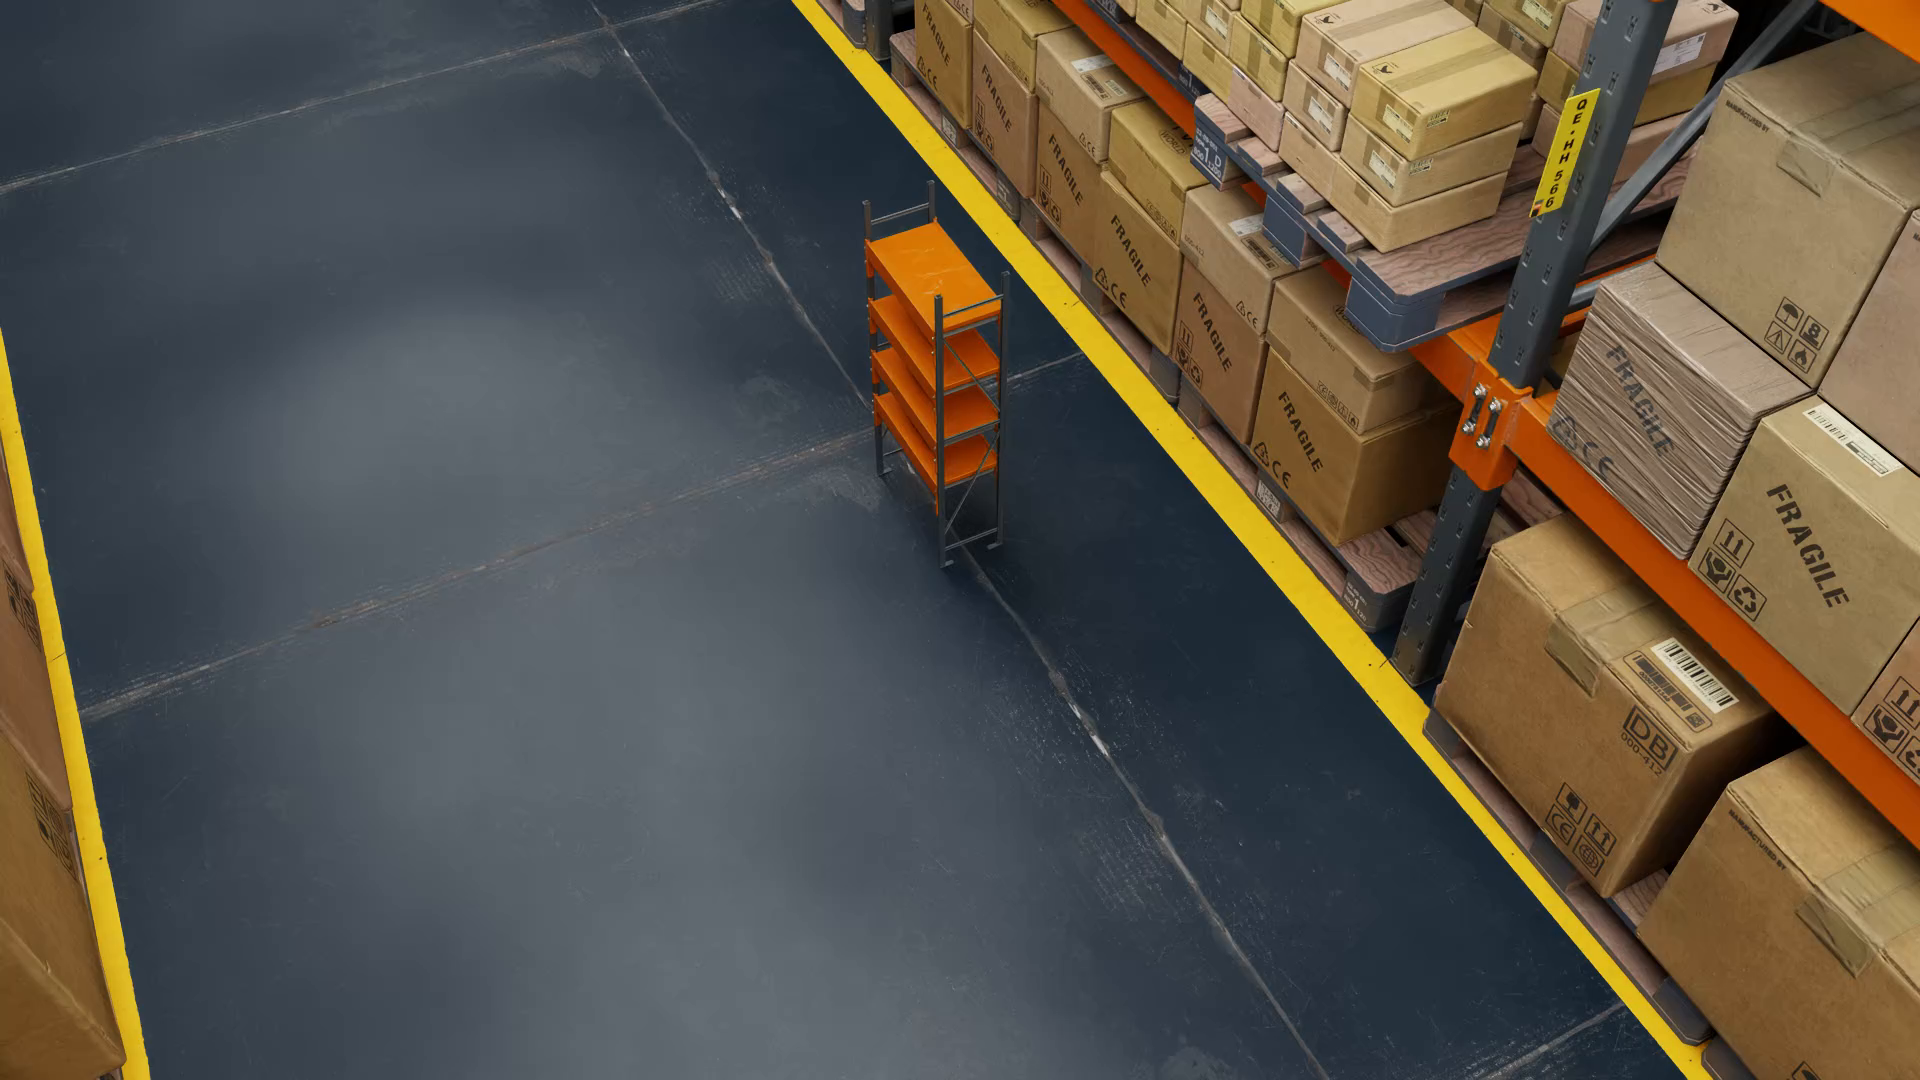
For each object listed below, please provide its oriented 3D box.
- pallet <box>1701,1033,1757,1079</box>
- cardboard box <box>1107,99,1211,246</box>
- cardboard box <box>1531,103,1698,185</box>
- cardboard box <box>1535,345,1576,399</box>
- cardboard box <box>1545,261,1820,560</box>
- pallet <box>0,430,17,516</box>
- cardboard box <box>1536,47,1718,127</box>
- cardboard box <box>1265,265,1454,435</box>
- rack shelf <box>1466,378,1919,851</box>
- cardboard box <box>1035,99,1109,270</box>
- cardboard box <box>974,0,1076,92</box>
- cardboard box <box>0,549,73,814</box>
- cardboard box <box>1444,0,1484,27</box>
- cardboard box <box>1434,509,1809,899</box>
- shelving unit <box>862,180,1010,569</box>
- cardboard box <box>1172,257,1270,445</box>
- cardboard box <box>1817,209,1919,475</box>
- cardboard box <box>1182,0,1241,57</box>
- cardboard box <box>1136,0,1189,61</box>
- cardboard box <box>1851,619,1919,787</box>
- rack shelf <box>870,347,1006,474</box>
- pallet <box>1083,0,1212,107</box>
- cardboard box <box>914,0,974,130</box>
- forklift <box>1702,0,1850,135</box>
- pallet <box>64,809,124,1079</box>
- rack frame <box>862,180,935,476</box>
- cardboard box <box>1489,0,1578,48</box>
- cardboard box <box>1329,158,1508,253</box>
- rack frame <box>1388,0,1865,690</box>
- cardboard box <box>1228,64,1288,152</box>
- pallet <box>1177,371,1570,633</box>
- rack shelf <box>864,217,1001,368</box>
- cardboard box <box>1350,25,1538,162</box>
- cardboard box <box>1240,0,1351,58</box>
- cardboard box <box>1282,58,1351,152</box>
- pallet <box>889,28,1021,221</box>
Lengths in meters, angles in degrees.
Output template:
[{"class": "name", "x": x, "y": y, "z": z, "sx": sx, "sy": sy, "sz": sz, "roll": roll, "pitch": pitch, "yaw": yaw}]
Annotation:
[{"class": "pallet", "x": 2.713, "y": 1.565, "z": 4.241, "sx": 1.003, "sy": 0.211, "sz": 1.213, "roll": -21, "pitch": 52, "yaw": -18}, {"class": "cardboard box", "x": 0.860, "y": -1.331, "z": 5.805, "sx": 0.500, "sy": 0.250, "sz": 0.500, "roll": -20, "pitch": 52, "yaw": -17}, {"class": "cardboard box", "x": 1.840, "y": -1.146, "z": 4.648, "sx": 0.380, "sy": 0.149, "sz": 0.250, "roll": -22, "pitch": 52, "yaw": -18}, {"class": "cardboard box", "x": 1.768, "y": -0.598, "z": 5.662, "sx": 0.500, "sy": 0.500, "sz": 0.500, "roll": -23, "pitch": 53, "yaw": -19}, {"class": "cardboard box", "x": 1.831, "y": -0.361, "z": 4.007, "sx": 0.500, "sy": 0.500, "sz": 0.500, "roll": -21, "pitch": 52, "yaw": -17}, {"class": "pallet", "x": -4.001, "y": -0.350, "z": 5.916, "sx": 1.003, "sy": 0.211, "sz": 1.213, "roll": -21, "pitch": 52, "yaw": -18}, {"class": "cardboard box", "x": 1.823, "y": -1.268, "z": 4.556, "sx": 0.380, "sy": 0.149, "sz": 0.250, "roll": -19, "pitch": 52, "yaw": -16}, {"class": "cardboard box", "x": 1.319, "y": -0.651, "z": 5.210, "sx": 0.500, "sy": 0.250, "sz": 0.500, "roll": -22, "pitch": 52, "yaw": -18}, {"class": "rack shelf", "x": 2.781, "y": 0.854, "z": 3.489, "sx": 1.077, "sy": 0.370, "sz": 4.000, "roll": -21, "pitch": 52, "yaw": -18}, {"class": "cardboard box", "x": 0.633, "y": -1.429, "z": 6.389, "sx": 0.500, "sy": 0.500, "sz": 0.500, "roll": -20, "pitch": 52, "yaw": -17}, {"class": "cardboard box", "x": 0.384, "y": -2.020, "z": 6.407, "sx": 0.500, "sy": 0.250, "sz": 0.500, "roll": -20, "pitch": 52, "yaw": -17}, {"class": "cardboard box", "x": -3.289, "y": 0.412, "z": 4.529, "sx": 1.225, "sy": 0.875, "sz": 0.875, "roll": -21, "pitch": 52, "yaw": -17}, {"class": "cardboard box", "x": 1.572, "y": -1.626, "z": 4.870, "sx": 0.380, "sy": 0.149, "sz": 0.250, "roll": -23, "pitch": 53, "yaw": -19}, {"class": "cardboard box", "x": 2.064, "y": 0.319, "z": 4.694, "sx": 1.050, "sy": 0.750, "sz": 0.750, "roll": -22, "pitch": 52, "yaw": -18}, {"class": "shelving unit", "x": -0.076, "y": -0.506, "z": 5.395, "sx": 0.258, "sy": 1.200, "sz": 0.503, "roll": -21, "pitch": 52, "yaw": -18}, {"class": "cardboard box", "x": 1.098, "y": -0.736, "z": 5.783, "sx": 0.500, "sy": 0.500, "sz": 0.500, "roll": -19, "pitch": 52, "yaw": -16}, {"class": "cardboard box", "x": 2.295, "y": -0.442, "z": 3.413, "sx": 0.700, "sy": 0.500, "sz": 0.500, "roll": -22, "pitch": 52, "yaw": -18}, {"class": "cardboard box", "x": 0.874, "y": -1.570, "z": 4.821, "sx": 0.380, "sy": 0.149, "sz": 0.250, "roll": -21, "pitch": 52, "yaw": -17}, {"class": "cardboard box", "x": 0.766, "y": -1.636, "z": 5.076, "sx": 0.380, "sy": 0.149, "sz": 0.250, "roll": -23, "pitch": 53, "yaw": -19}, {"class": "cardboard box", "x": 2.296, "y": 0.316, "z": 3.415, "sx": 0.500, "sy": 0.500, "sz": 0.500, "roll": -21, "pitch": 52, "yaw": -18}, {"class": "rack shelf", "x": -0.076, "y": -0.462, "z": 5.446, "sx": 0.258, "sy": 0.148, "sz": 0.480, "roll": -21, "pitch": 52, "yaw": -18}, {"class": "pallet", "x": 0.923, "y": -1.969, "z": 5.607, "sx": 1.003, "sy": 0.211, "sz": 1.213, "roll": -21, "pitch": 52, "yaw": -18}, {"class": "cardboard box", "x": 0.137, "y": -2.128, "z": 7.000, "sx": 0.500, "sy": 0.500, "sz": 0.500, "roll": -19, "pitch": 52, "yaw": -16}, {"class": "forklift", "x": 3.243, "y": -1.940, "z": 5.500, "sx": 3.031, "sy": 2.935, "sz": 1.130, "roll": 35, "pitch": 57, "yaw": 27}, {"class": "pallet", "x": -2.885, "y": 1.283, "z": 4.487, "sx": 1.003, "sy": 0.211, "sz": 1.213, "roll": -21, "pitch": 52, "yaw": -18}, {"class": "rack frame", "x": -0.187, "y": -0.669, "z": 5.538, "sx": 0.240, "sy": 1.200, "sz": 0.015, "roll": -21, "pitch": 52, "yaw": -18}, {"class": "cardboard box", "x": 1.701, "y": -1.528, "z": 4.586, "sx": 0.380, "sy": 0.149, "sz": 0.250, "roll": -22, "pitch": 53, "yaw": -18}, {"class": "cardboard box", "x": 1.231, "y": -0.949, "z": 4.475, "sx": 0.380, "sy": 0.149, "sz": 0.250, "roll": -20, "pitch": 52, "yaw": -17}, {"class": "rack frame", "x": 1.865, "y": -0.722, "z": 4.389, "sx": 1.000, "sy": 3.000, "sz": 0.127, "roll": -21, "pitch": 52, "yaw": -18}, {"class": "cardboard box", "x": 1.001, "y": -1.288, "z": 4.772, "sx": 0.380, "sy": 0.149, "sz": 0.250, "roll": -20, "pitch": 52, "yaw": -17}, {"class": "pallet", "x": 1.509, "y": -0.327, "z": 5.896, "sx": 1.003, "sy": 0.211, "sz": 1.213, "roll": -21, "pitch": 52, "yaw": -18}, {"class": "rack shelf", "x": -0.076, "y": -0.764, "z": 5.099, "sx": 0.258, "sy": 0.148, "sz": 0.480, "roll": -21, "pitch": 52, "yaw": -18}, {"class": "cardboard box", "x": 1.233, "y": -1.143, "z": 4.250, "sx": 0.380, "sy": 0.149, "sz": 0.250, "roll": -23, "pitch": 53, "yaw": -19}, {"class": "cardboard box", "x": 1.001, "y": -1.487, "z": 4.551, "sx": 0.380, "sy": 0.149, "sz": 0.250, "roll": -20, "pitch": 52, "yaw": -16}, {"class": "cardboard box", "x": 1.111, "y": -1.227, "z": 4.521, "sx": 0.380, "sy": 0.149, "sz": 0.250, "roll": -19, "pitch": 52, "yaw": -16}, {"class": "pallet", "x": 0.393, "y": -1.960, "z": 7.324, "sx": 1.003, "sy": 0.211, "sz": 1.213, "roll": -21, "pitch": 52, "yaw": -18}]
